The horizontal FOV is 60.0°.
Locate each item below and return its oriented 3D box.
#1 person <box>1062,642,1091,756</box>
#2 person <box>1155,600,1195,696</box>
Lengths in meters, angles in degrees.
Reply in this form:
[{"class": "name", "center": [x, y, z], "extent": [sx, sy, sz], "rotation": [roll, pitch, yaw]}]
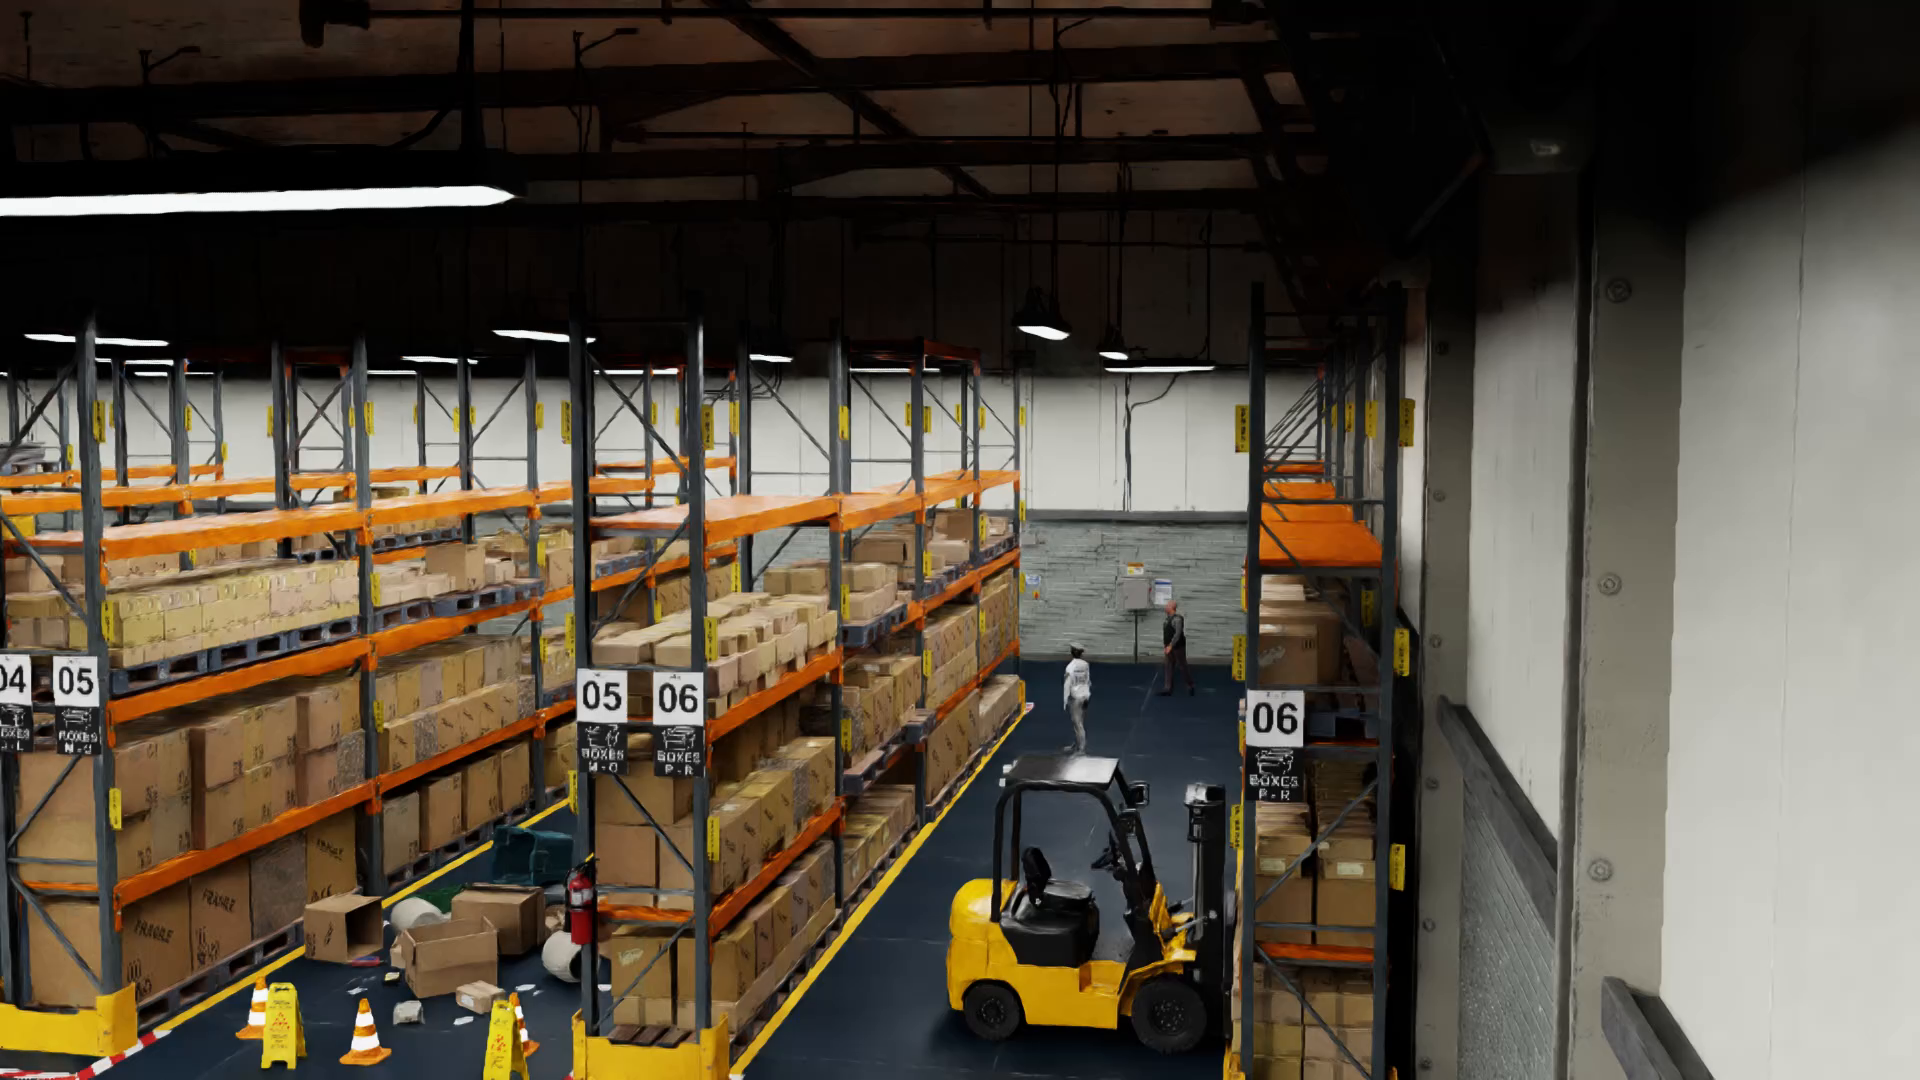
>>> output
[{"class": "person", "center": [1.709, 2.351, 24.542], "extent": [0.544, 1.655, 0.572], "rotation": [4, 6, 39]}, {"class": "person", "center": [3.865, 1.929, 29.707], "extent": [0.700, 1.718, 0.553], "rotation": [-2, 5, -19]}]
